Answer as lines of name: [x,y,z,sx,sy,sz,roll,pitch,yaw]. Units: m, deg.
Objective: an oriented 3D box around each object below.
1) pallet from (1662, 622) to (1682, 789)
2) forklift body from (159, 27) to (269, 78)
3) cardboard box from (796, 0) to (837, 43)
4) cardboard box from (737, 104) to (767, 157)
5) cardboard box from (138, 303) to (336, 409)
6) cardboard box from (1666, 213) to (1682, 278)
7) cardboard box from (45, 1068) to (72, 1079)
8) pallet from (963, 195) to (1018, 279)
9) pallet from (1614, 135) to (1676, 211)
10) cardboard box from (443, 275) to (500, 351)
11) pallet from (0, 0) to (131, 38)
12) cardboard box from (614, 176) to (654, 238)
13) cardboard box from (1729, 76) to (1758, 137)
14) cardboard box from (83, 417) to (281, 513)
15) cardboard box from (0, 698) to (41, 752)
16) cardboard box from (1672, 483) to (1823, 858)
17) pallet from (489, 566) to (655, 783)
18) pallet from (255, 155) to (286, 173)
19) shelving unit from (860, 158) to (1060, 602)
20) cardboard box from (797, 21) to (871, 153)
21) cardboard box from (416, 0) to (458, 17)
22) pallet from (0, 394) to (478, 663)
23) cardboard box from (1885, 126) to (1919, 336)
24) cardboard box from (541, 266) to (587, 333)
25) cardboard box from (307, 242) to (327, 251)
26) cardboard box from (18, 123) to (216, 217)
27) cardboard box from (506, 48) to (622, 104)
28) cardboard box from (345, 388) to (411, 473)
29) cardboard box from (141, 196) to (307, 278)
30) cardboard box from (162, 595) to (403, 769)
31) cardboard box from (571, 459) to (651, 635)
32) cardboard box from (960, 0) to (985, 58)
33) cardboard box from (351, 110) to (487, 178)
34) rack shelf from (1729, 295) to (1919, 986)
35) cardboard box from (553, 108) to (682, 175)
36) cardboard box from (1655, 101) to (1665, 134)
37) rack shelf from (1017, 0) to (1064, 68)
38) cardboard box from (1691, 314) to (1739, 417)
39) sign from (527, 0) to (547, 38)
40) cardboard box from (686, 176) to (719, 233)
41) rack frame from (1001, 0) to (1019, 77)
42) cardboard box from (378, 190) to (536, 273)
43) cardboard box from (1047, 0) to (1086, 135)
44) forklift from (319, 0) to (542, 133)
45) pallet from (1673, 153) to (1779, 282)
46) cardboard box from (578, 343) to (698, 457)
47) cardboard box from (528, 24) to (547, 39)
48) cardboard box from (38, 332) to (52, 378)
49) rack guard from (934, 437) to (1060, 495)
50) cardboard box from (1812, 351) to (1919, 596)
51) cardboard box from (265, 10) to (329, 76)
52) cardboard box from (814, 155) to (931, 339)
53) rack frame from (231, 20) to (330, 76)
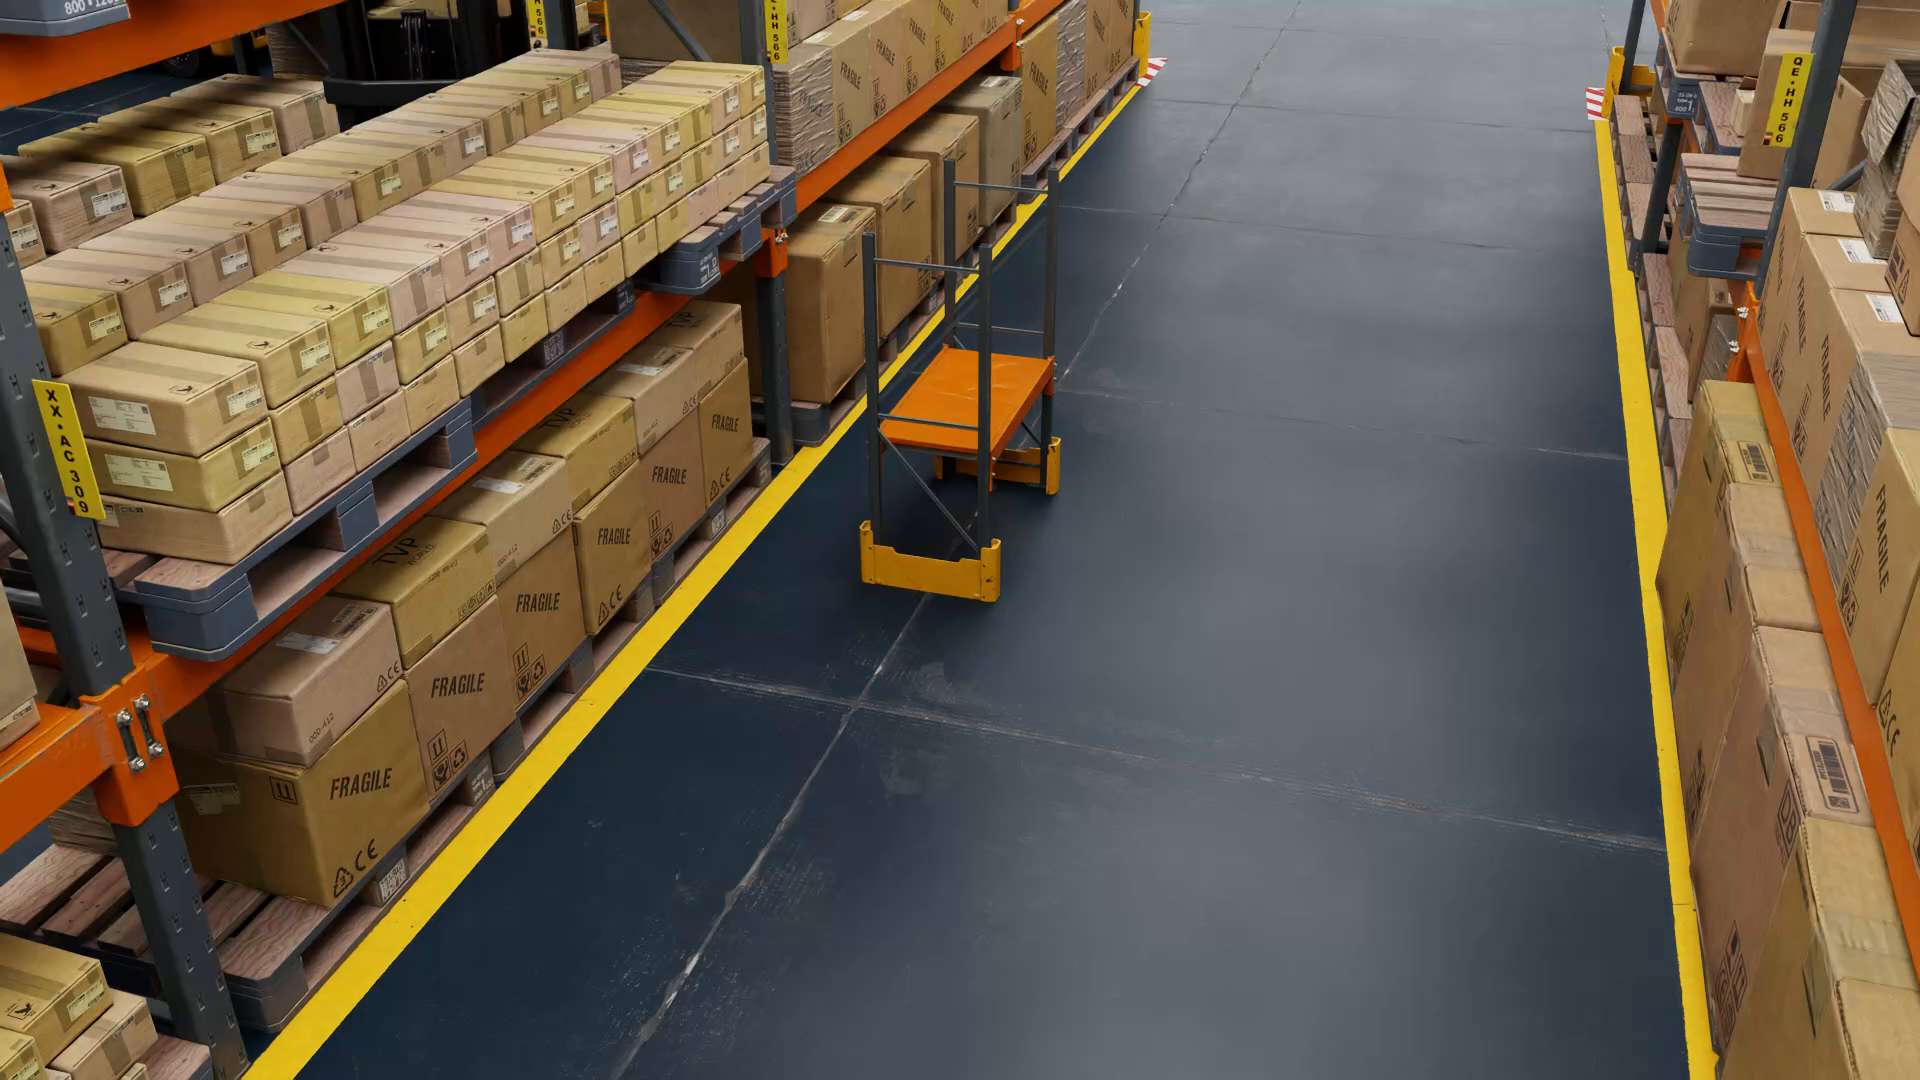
pallet: [3.119,0.580,5.990,1.003,0.211,1.213,8,30,15]
forklift body: [-7.262,-5.320,14.601,2.313,2.155,1.214,8,30,15]
cardboard box: [-1.001,-2.672,7.836,0.700,0.500,0.500,8,30,14]
cardboard box: [-0.999,-1.658,6.665,0.380,0.149,0.250,9,30,16]
cardboard box: [-1.832,-0.471,4.226,0.380,0.149,0.250,9,30,16]
cardboard box: [4.396,-1.670,9.286,0.700,0.500,0.500,6,30,11]
cardboard box: [-2.320,1.362,3.911,0.380,0.149,0.250,7,30,12]
pallet: [-0.270,-2.020,10.663,1.003,0.211,1.213,8,30,15]
pallet: [5.116,-2.520,11.563,1.003,0.211,1.213,8,30,15]
cardboard box: [-1.606,-0.698,4.940,0.380,0.149,0.250,10,31,17]
pallet: [-2.181,-1.390,3.771,1.213,0.211,1.003,8,30,15]
cardboard box: [-1.300,-1.179,5.805,0.380,0.149,0.250,8,30,15]
cardboard box: [3.654,-1.932,7.344,0.396,0.266,0.258,8,30,13]
cardboard box: [-1.908,-0.211,4.064,0.380,0.149,0.250,9,30,16]
cardboard box: [-2.324,0.386,3.729,0.380,0.149,0.250,8,30,14]
cardboard box: [2.931,0.482,5.052,1.225,0.875,0.875,9,30,15]
pallet: [-1.880,0.398,6.317,1.003,0.211,1.213,8,30,15]
pallet: [-5.104,-2.686,11.862,1.003,0.211,1.213,8,30,15]
shelving unit: [0.022,-0.691,6.949,0.587,1.500,1.083,8,30,15]
cardboard box: [-0.753,-2.199,8.015,0.500,0.500,0.500,8,30,14]
cardboard box: [-4.300,-4.063,13.093,0.500,0.500,0.500,10,31,17]
pallet: [-2.100,-0.140,4.614,1.003,0.211,1.213,8,30,15]
cardboard box: [2.998,-0.836,4.533,0.797,0.503,0.637,9,30,16]
cardboard box: [-1.453,-0.805,5.438,0.380,0.149,0.250,7,30,13]
cardboard box: [-2.152,-0.920,5.338,0.380,0.149,0.250,9,30,15]
cardboard box: [-5.439,-2.400,10.750,0.950,0.372,0.625,10,30,17]
cardboard box: [-1.612,-1.893,6.782,0.380,0.149,0.250,9,30,15]
cardboard box: [-1.755,-0.326,4.577,0.380,0.149,0.250,9,30,15]
cardboard box: [-2.224,-0.918,5.030,0.380,0.149,0.250,8,30,13]
cardboard box: [-1.994,0.386,4.839,0.500,0.250,0.500,7,30,13]
cardboard box: [-1.528,-0.008,6.318,0.500,0.500,0.500,7,30,13]
cardboard box: [-0.161,-3.136,9.699,0.500,0.500,0.500,8,30,14]
cardboard box: [-1.919,-1.408,5.909,0.380,0.149,0.250,10,31,17]
rack shelf: [2.835,0.250,4.455,1.077,0.370,4.000,8,30,15]
cardboard box: [-1.223,-1.426,5.943,0.380,0.149,0.250,9,30,16]
cardboard box: [5.428,-3.232,12.114,0.500,0.500,0.500,17,33,28]
rack shelf: [0.472,-4.223,12.495,1.077,0.370,4.000,8,30,15]
cardboard box: [3.750,-0.668,7.483,0.700,0.500,0.500,6,30,11]
sign: [-1.821,-2.332,7.166,0.100,0.325,0.005,8,30,15]
cardboard box: [-1.145,-1.293,6.315,0.380,0.149,0.250,9,30,16]
rack frame: [-0.115,-3.608,10.649,1.000,3.000,0.127,8,30,15]
cardboard box: [-1.530,-0.942,5.072,0.380,0.149,0.250,10,31,17]
cardboard box: [0.397,-3.564,12.325,0.875,0.875,0.875,9,30,15]
forklift: [-2.926,-2.835,9.331,1.130,2.935,3.031,-2,29,-3]
pallet: [3.530,-1.257,6.620,1.213,0.211,1.003,8,30,15]
cardboard box: [-1.377,-0.576,6.568,0.500,0.250,0.500,9,30,16]
cardboard box: [-3.843,-4.454,14.568,0.500,0.250,0.500,9,30,15]
cardboard box: [-2.532,-0.438,4.166,0.380,0.149,0.250,10,31,17]
rack guard: [0.169,-0.376,7.669,0.587,0.250,0.087,8,30,15]
cardboard box: [2.575,-0.140,4.313,0.500,0.500,0.500,9,30,15]
cardboard box: [-4.960,-3.890,12.782,0.500,0.500,0.500,8,30,14]
cardboard box: [-0.771,-1.626,8.970,1.050,0.750,0.750,9,30,16]
rack frame: [-4.877,-4.267,11.835,1.000,3.000,0.127,8,30,15]
